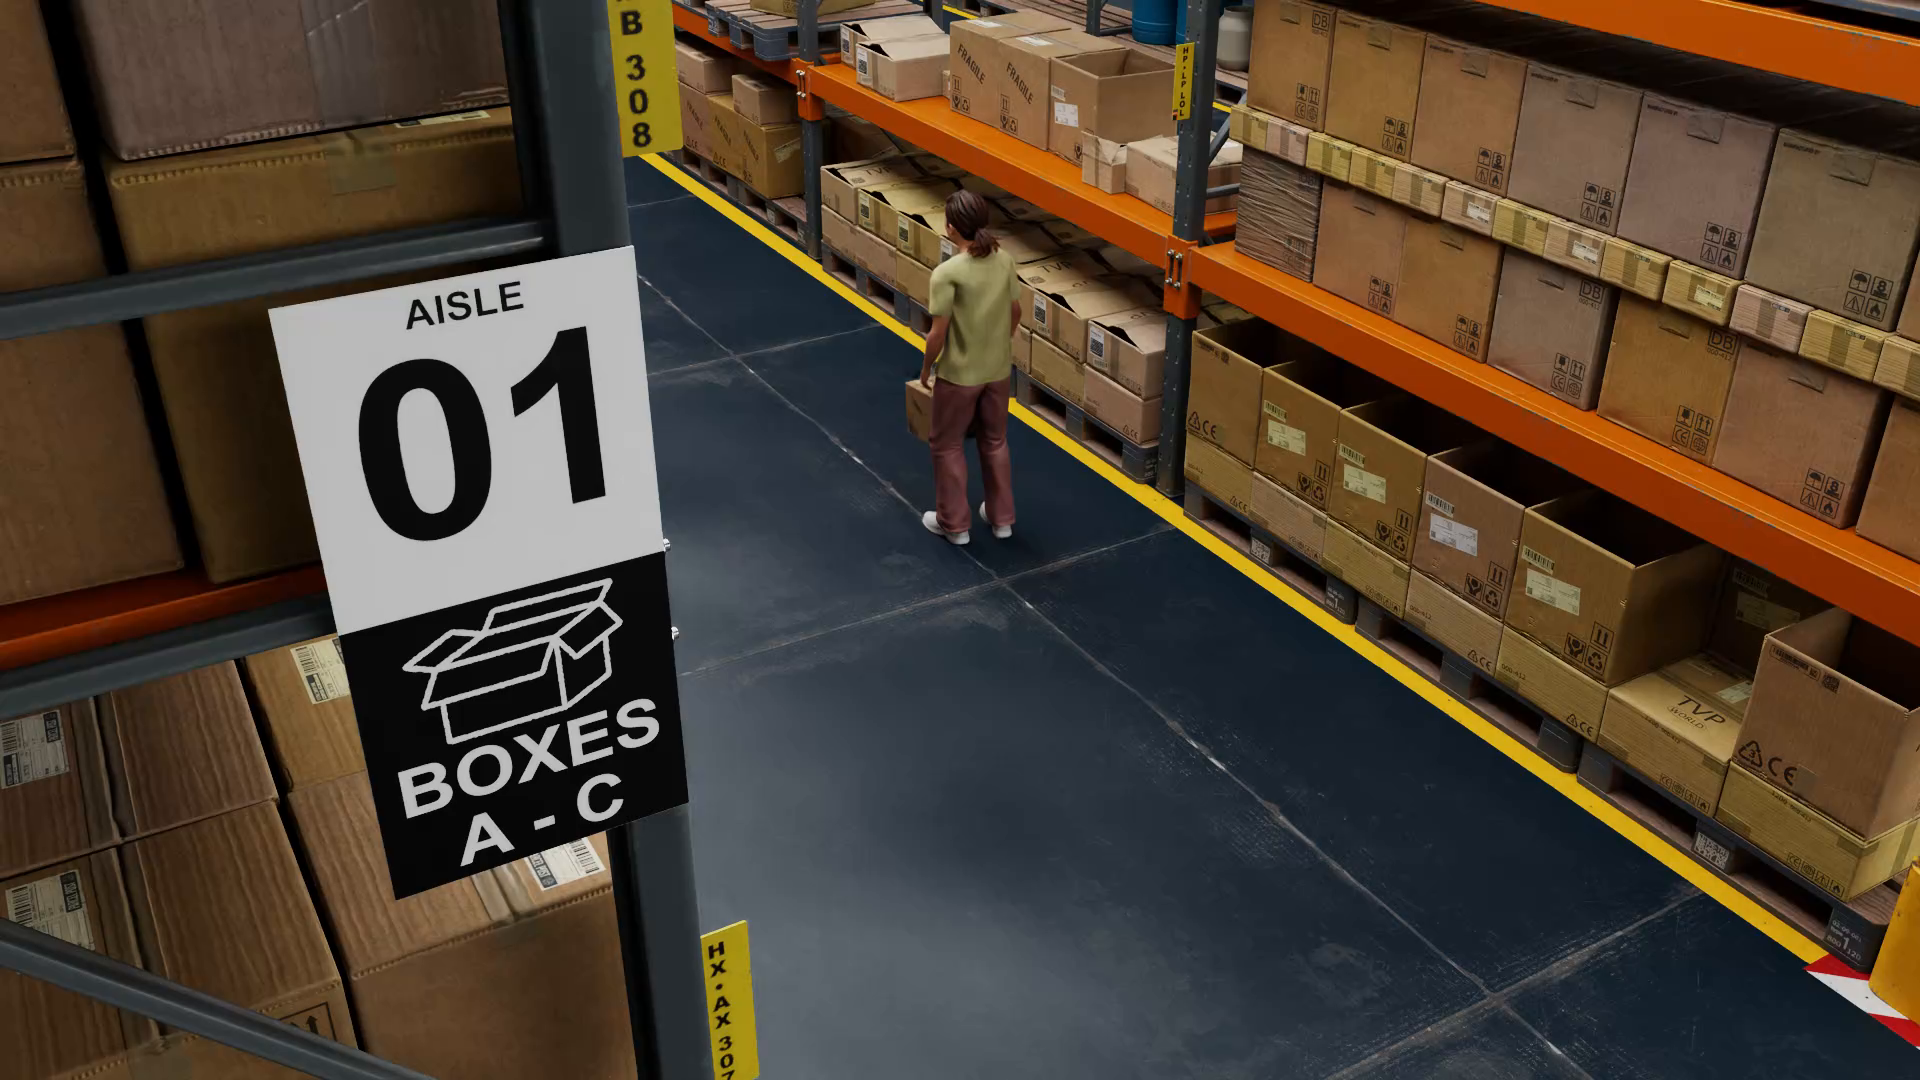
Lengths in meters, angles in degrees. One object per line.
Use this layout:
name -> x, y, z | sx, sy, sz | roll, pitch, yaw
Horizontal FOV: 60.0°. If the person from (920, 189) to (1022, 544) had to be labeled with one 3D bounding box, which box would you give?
person -> 0.029, -0.657, 7.552 | 0.480, 1.434, 0.414 | -17, 33, -27
